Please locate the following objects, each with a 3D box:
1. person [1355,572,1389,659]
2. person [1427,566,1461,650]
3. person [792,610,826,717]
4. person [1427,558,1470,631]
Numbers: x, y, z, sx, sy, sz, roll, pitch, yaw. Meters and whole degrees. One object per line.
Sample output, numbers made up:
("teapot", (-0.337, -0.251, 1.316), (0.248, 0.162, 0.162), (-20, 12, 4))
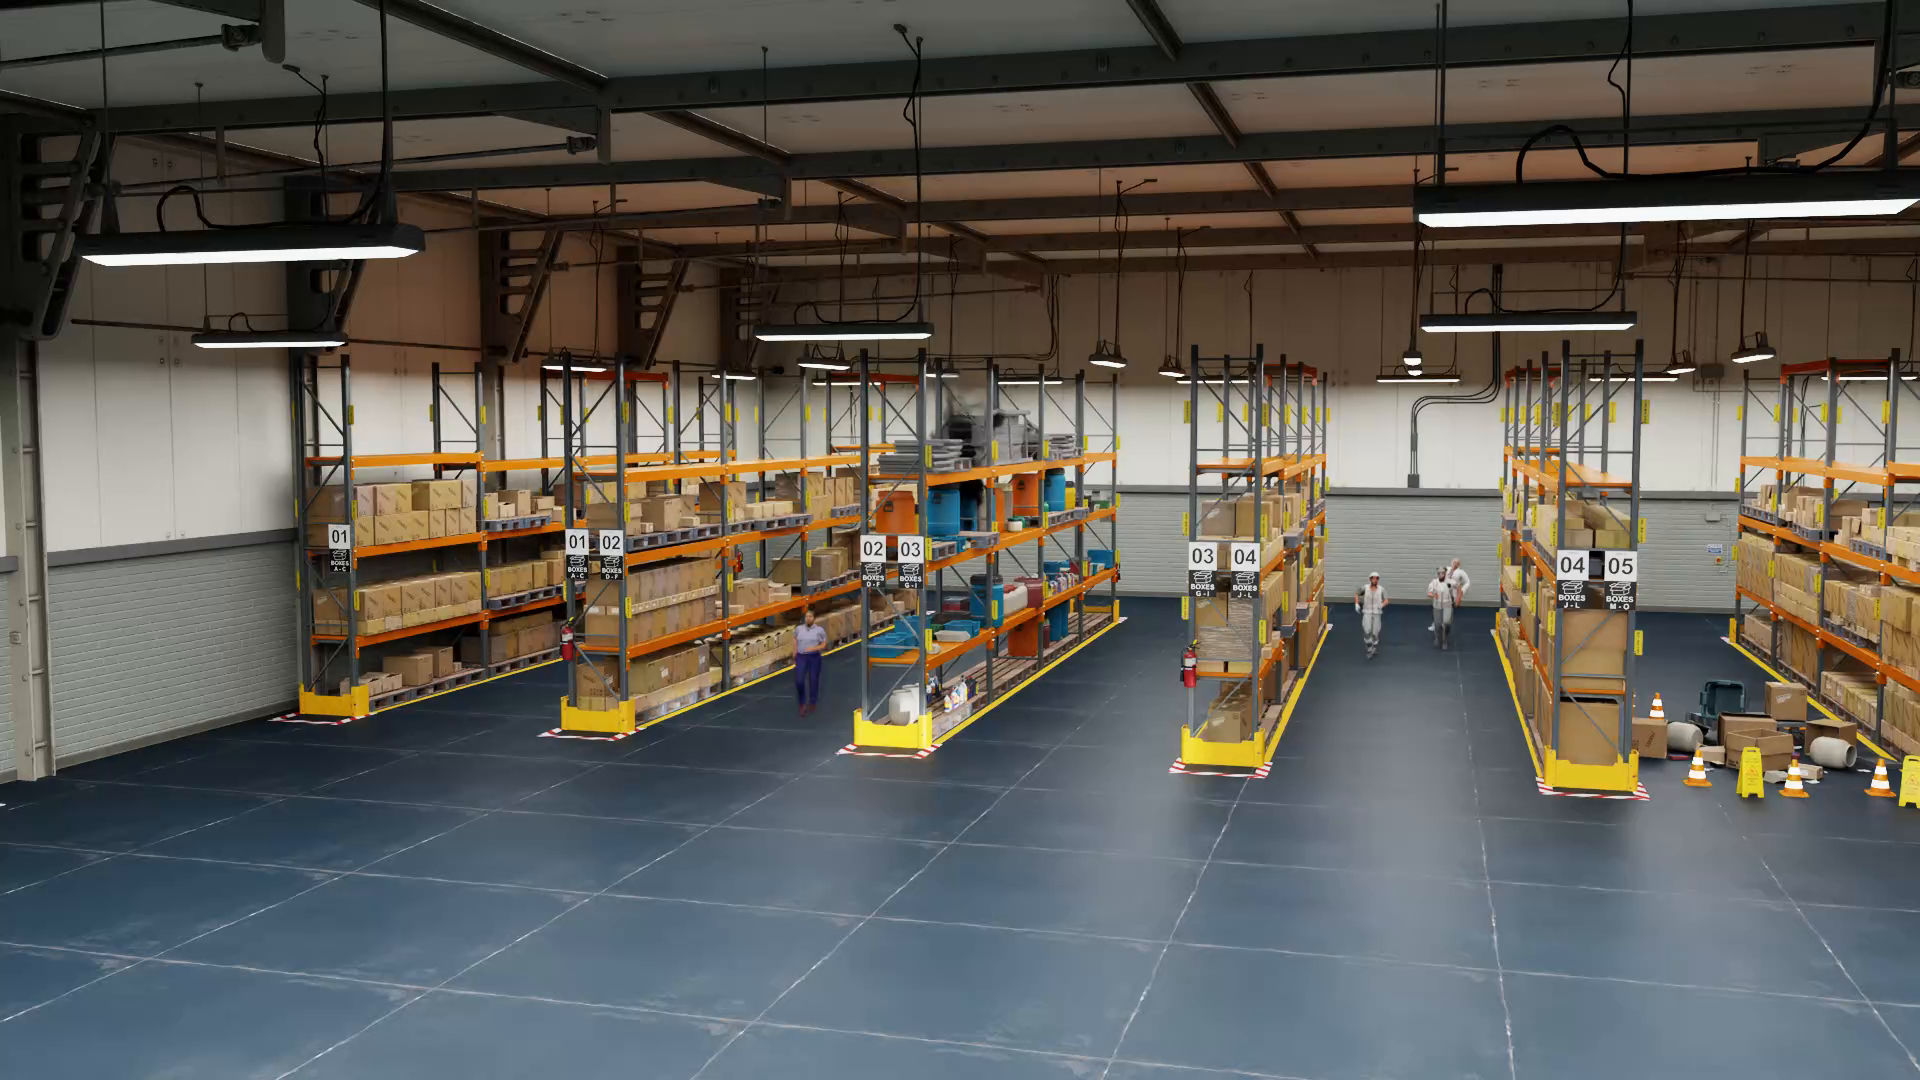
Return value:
("person", (8.498, 1.561, 34.311), (0.671, 1.798, 0.721), (1, 4, 10))
("person", (10.354, 1.453, 35.620), (0.674, 1.808, 0.898), (2, 5, 23))
("person", (-2.397, 1.952, 26.282), (0.575, 1.693, 0.629), (0, 4, 3))
("person", (11.361, 1.265, 38.505), (0.880, 1.709, 0.834), (-3, 6, -39))
